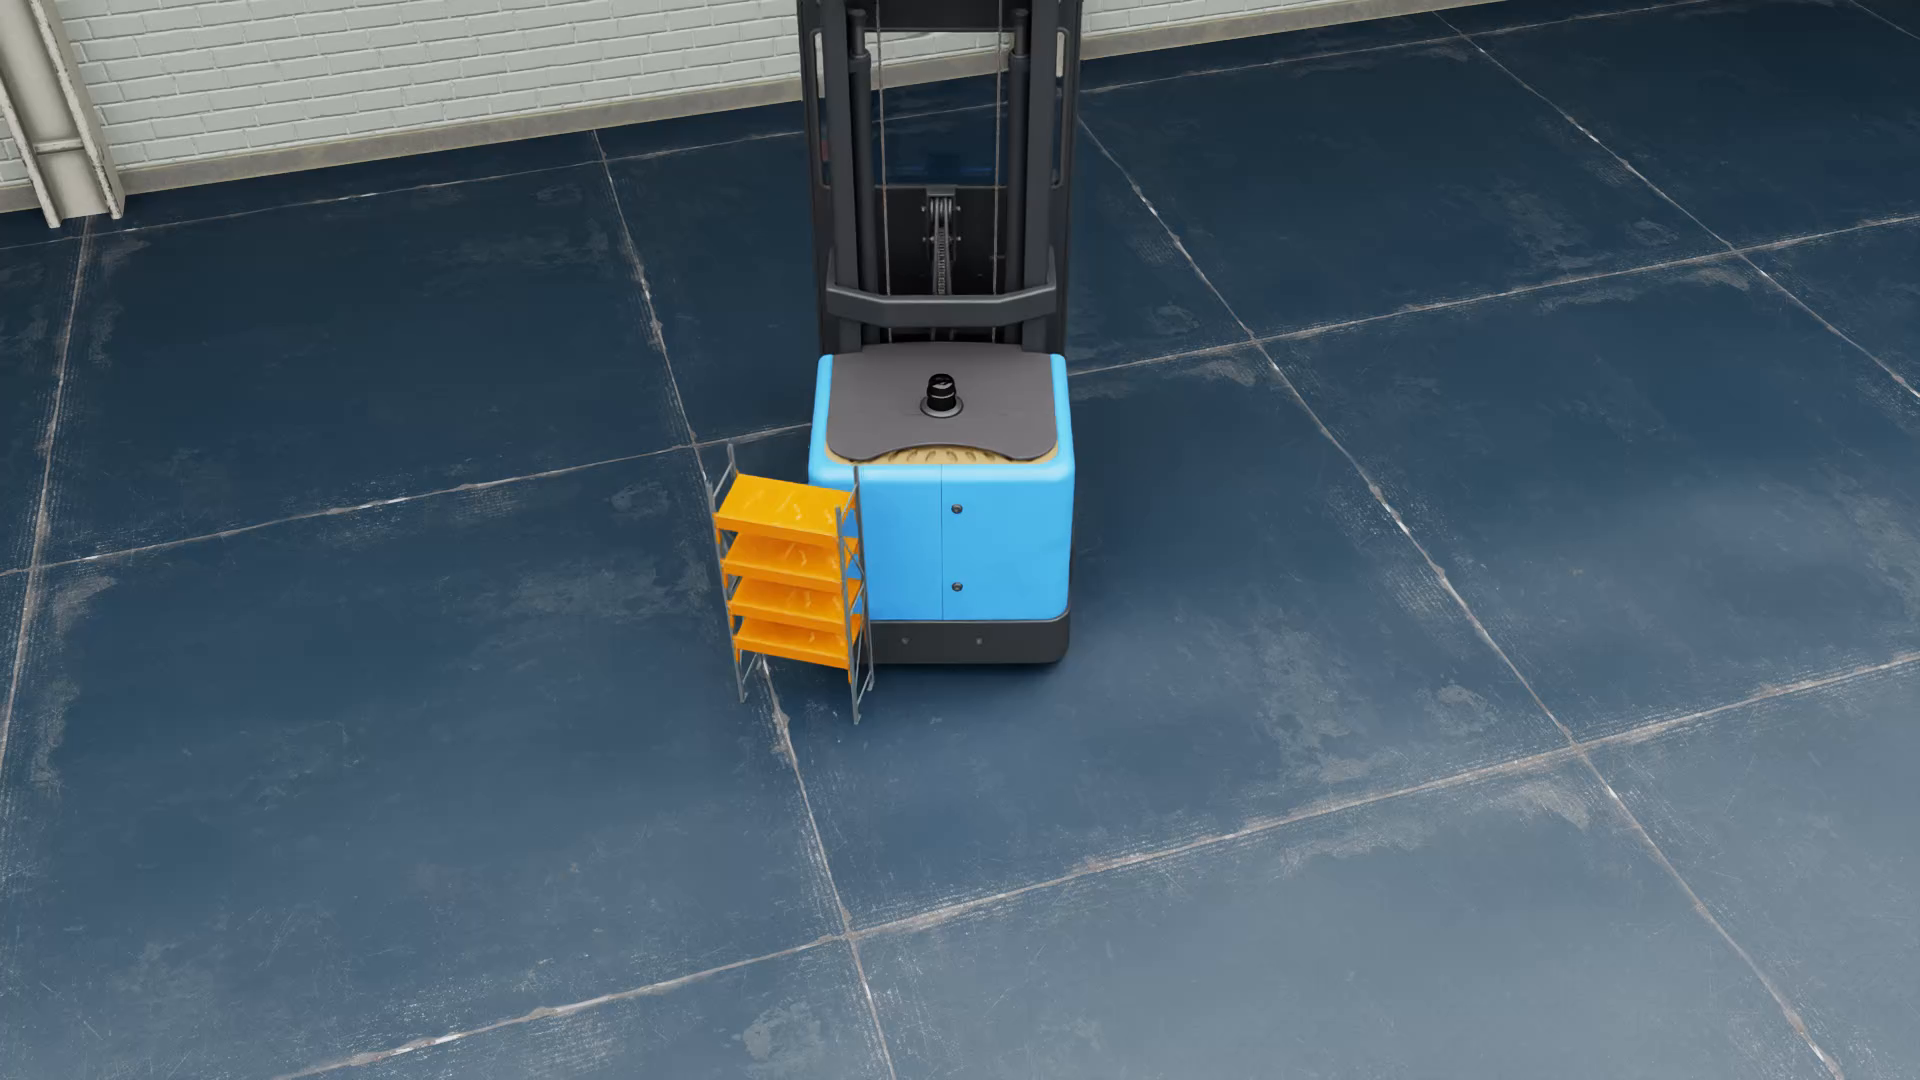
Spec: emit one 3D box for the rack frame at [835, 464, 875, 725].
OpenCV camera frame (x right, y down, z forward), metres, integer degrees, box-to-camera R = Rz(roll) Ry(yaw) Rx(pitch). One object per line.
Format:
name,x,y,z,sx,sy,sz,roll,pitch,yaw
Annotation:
rack frame,-0.400,0.237,6.406,0.015,1.200,0.240,10,45,11

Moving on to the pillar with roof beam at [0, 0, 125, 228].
pillar with roof beam,-3.863,-2.638,3.779,0.400,9.000,9.100,-12,42,-13

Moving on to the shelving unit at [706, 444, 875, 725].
shelving unit,-0.636,0.197,6.453,0.503,1.200,0.258,10,45,11

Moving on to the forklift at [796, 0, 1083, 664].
forklift,-0.080,-1.532,7.125,1.130,2.935,3.031,0,41,0

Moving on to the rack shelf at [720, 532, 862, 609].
rack shelf,-0.638,0.084,6.344,0.480,0.148,0.258,10,45,11

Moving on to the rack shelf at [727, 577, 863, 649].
rack shelf,-0.635,0.245,6.499,0.480,0.148,0.258,10,45,11

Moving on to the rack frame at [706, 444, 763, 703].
rack frame,-0.872,0.156,6.499,0.015,1.200,0.240,10,45,11

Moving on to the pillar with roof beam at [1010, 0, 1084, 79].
pillar with roof beam,1.860,-3.824,5.137,0.400,9.000,9.100,-12,42,-13

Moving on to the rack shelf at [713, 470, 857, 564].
rack shelf,-0.641,-0.086,6.180,0.480,0.148,0.258,10,45,11

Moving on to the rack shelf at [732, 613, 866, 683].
rack shelf,-0.632,0.388,6.637,0.480,0.148,0.258,10,45,11
